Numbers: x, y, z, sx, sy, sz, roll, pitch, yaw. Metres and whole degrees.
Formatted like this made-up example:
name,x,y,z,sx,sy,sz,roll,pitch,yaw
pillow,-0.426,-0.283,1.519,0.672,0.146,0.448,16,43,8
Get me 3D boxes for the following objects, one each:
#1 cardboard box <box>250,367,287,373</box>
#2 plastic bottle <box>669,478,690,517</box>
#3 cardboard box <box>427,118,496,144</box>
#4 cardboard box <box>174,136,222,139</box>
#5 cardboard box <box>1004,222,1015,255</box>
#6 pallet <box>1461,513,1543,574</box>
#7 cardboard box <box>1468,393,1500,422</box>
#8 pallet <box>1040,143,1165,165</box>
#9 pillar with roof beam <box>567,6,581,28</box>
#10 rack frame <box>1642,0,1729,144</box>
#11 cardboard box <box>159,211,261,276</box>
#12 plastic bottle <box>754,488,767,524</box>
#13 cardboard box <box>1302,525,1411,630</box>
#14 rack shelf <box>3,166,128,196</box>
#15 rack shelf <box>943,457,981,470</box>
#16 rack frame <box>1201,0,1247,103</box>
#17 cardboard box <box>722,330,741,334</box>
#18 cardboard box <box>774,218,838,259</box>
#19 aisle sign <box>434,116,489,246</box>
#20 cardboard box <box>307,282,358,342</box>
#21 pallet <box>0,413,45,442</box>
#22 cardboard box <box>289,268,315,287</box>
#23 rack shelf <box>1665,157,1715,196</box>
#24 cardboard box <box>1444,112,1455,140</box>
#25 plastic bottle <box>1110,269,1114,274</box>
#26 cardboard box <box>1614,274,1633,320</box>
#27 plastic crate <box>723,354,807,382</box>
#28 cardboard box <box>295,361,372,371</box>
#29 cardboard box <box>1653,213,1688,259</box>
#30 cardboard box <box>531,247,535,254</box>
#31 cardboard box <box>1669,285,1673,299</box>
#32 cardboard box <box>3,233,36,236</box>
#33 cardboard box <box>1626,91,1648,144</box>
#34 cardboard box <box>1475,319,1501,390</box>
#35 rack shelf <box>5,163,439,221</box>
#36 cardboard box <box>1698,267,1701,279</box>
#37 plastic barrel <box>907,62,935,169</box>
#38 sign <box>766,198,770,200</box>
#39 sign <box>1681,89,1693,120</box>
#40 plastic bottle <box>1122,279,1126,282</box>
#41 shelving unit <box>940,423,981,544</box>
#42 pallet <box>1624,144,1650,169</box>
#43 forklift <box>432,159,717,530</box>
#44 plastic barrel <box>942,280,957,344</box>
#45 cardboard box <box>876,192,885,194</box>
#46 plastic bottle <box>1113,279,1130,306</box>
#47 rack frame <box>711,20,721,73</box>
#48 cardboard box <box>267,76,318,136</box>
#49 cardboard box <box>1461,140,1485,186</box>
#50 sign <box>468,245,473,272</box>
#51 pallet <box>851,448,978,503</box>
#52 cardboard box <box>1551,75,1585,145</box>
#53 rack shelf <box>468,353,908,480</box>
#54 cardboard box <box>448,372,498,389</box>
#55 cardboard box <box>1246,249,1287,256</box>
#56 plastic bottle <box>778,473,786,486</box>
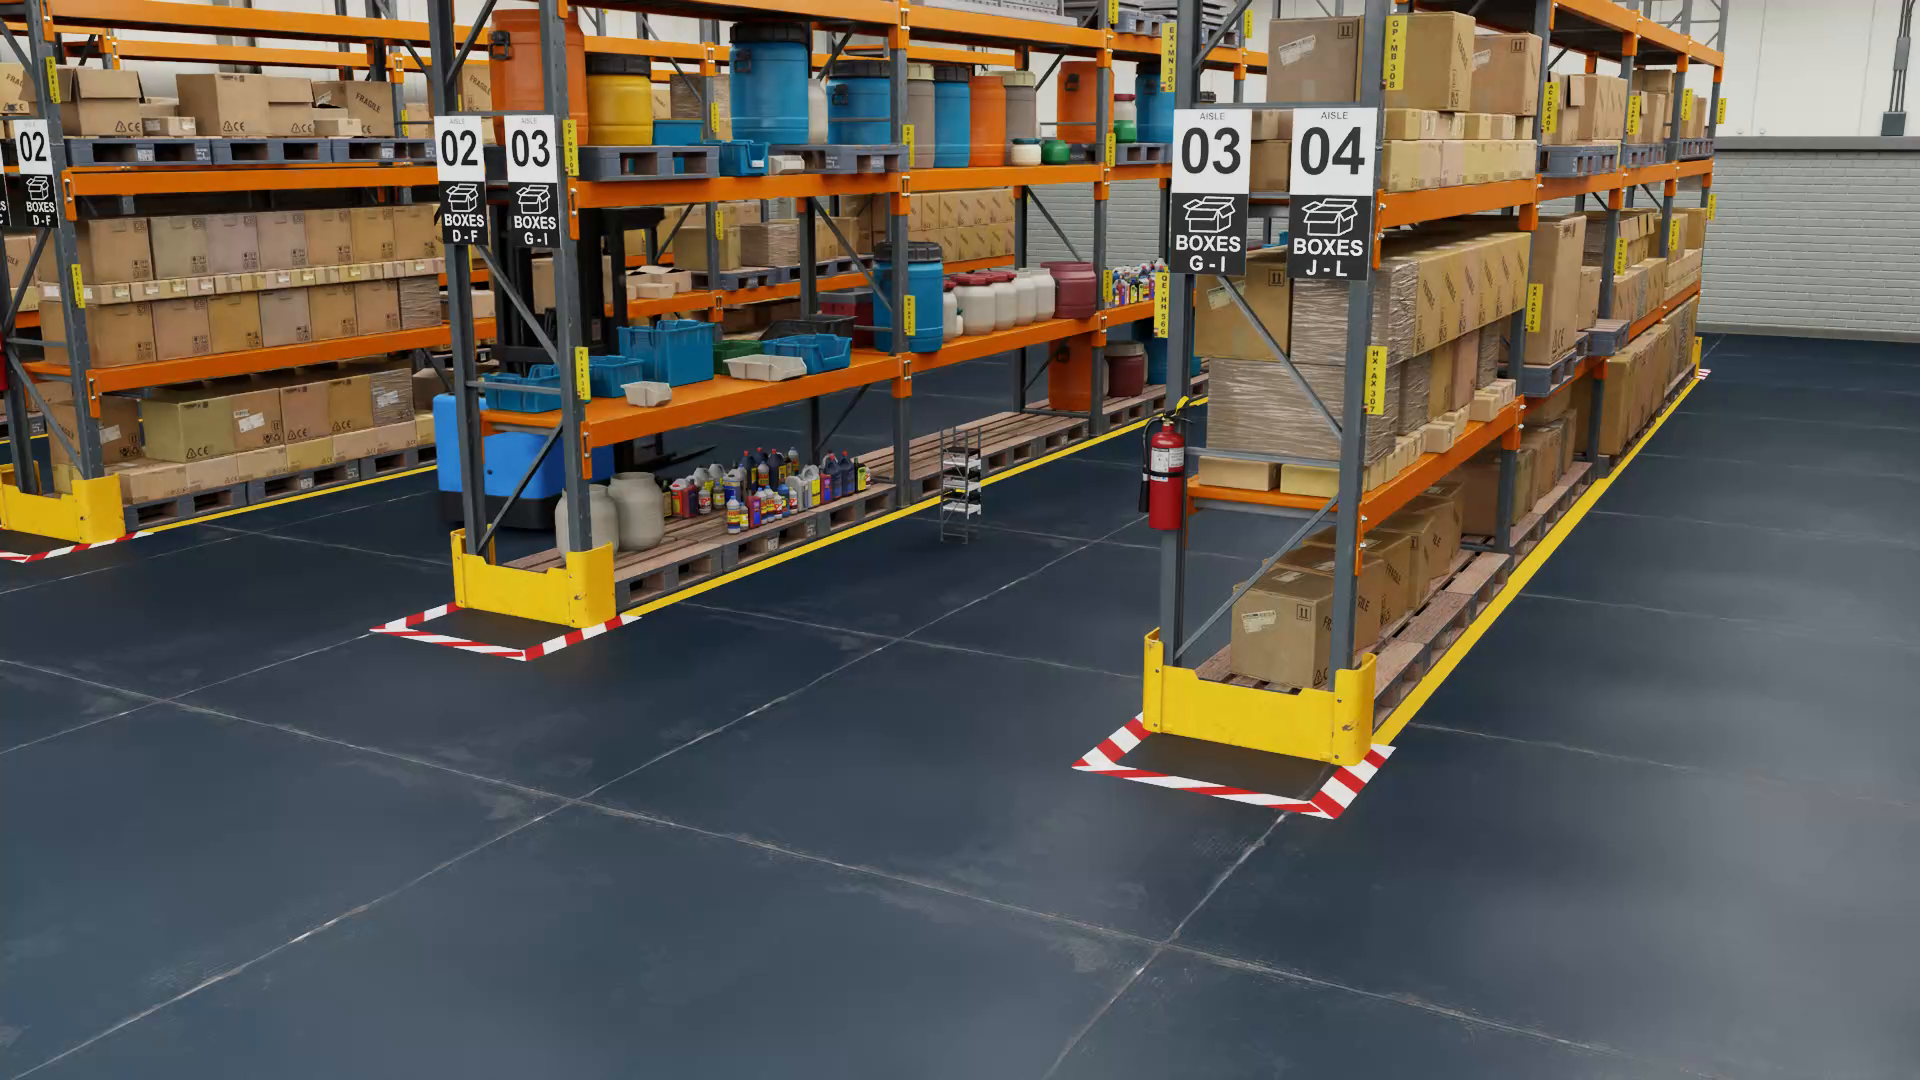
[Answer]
name,x,y,z,sx,sy,sz,roll,pitch,yaw
cardboard box,-8.736,-2.273,20.455,0.700,0.500,0.500,8,15,29
plastic bottle,-2.177,-0.331,12.879,0.152,0.276,0.135,8,15,28
cardboard box,-4.921,-4.064,16.513,0.500,0.250,0.500,9,16,34
cardboard box,-8.934,-4.758,19.263,0.500,0.311,0.500,8,16,30
cardboard box,0.595,-4.737,26.068,0.500,0.500,0.500,8,16,30
pallet,3.818,-0.030,12.708,1.003,0.211,1.213,7,15,28
cardboard box,3.270,-0.868,10.768,0.380,0.149,0.250,7,15,28
pallet,1.496,-4.120,17.725,1.003,0.211,1.213,7,15,28
pillar with roof beam,-2.349,-7.221,23.785,9.100,9.000,0.400,7,15,28
rack frame,9.244,-6.604,21.227,1.000,3.000,0.127,7,15,28
cardboard box,-6.406,-2.525,14.124,0.700,0.500,0.500,7,15,28
plastic bottle,-1.512,-0.261,12.598,0.097,0.271,0.097,0,14,0
cardboard box,2.404,0.227,10.129,0.500,0.500,0.500,9,16,33
rack shelf,-10.532,-3.608,16.732,1.077,0.370,4.000,7,15,28
rack shelf,0.004,-0.582,12.901,0.258,0.077,0.200,7,15,28
rack frame,2.974,-6.345,20.150,1.000,3.000,0.127,7,15,28
cardboard box,-3.047,-2.387,20.928,0.500,0.500,0.500,8,16,30
cardboard box,-2.062,-4.023,22.210,0.700,0.500,0.500,10,17,37
aisle sign,-3.122,-2.249,10.415,0.394,0.787,0.004,7,15,28
cardboard box,-5.932,-2.094,15.107,0.700,0.500,0.500,8,16,29
pallet,-10.448,-1.161,17.398,1.003,0.211,1.213,7,15,28
cardboard box,-5.912,-2.318,14.649,0.380,0.149,0.250,8,16,30
rack shelf,8.277,-4.386,19.960,1.077,0.370,4.000,7,15,28
cardboard box,2.503,-2.277,9.149,0.380,0.149,0.250,7,15,26
plastic bottle,1.777,-3.056,19.582,0.097,0.271,0.097,0,14,0
cardboard box,6.097,-2.270,15.836,0.500,0.500,0.500,7,15,27
plastic crate,-1.456,-1.297,12.575,0.530,0.136,0.437,7,15,28
cardboard box,-5.961,-1.418,15.885,0.500,0.500,0.500,7,15,28
cardboard box,8.258,-3.580,19.568,0.500,0.500,0.500,7,15,26
cardboard box,-6.426,-4.319,23.659,0.500,0.500,0.500,8,16,30
cardboard box,7.871,-2.822,18.874,0.380,0.149,0.250,7,15,26
cardboard box,-10.229,-3.032,17.888,0.500,0.500,0.500,7,15,28
cardboard box,6.345,-4.180,16.457,0.797,0.503,0.637,7,15,27
cardboard box,3.171,-1.334,11.317,0.875,0.500,0.500,7,15,28
rack shelf,-6.194,-3.047,14.407,1.077,0.370,4.000,7,15,28
cardboard box,9.360,-3.455,21.501,0.380,0.149,0.250,8,16,29
plastic barrel,-0.521,-3.752,14.726,0.600,0.901,0.600,0,14,0
sign,-3.296,-5.985,28.483,0.100,0.325,0.005,7,15,28
sign,7.790,-4.670,17.830,0.100,0.325,0.005,7,15,28
plastic bottle,1.783,-2.720,18.189,0.097,0.271,0.097,0,14,0
shelving unit,0.004,-0.439,12.935,0.258,0.900,0.210,7,15,28
pallet,5.641,-3.551,15.365,1.213,0.211,1.003,8,16,31
forklift,-3.192,-1.807,14.274,1.130,2.935,3.031,6,15,22
plastic barrel,-0.239,-2.024,14.740,0.433,0.535,0.433,0,14,0
cardboard box,-1.097,-4.763,24.045,0.500,0.500,0.500,7,15,27
plastic bottle,1.756,-2.694,18.074,0.152,0.276,0.135,7,15,28
rack frame,-3.765,-8.288,28.210,1.000,3.000,0.127,7,15,28
cardboard box,-6.134,-3.806,14.605,0.797,0.503,0.637,9,16,34
cardboard box,2.702,-2.175,9.575,0.500,0.250,0.500,8,16,30
sign,-4.741,-2.746,16.006,0.100,0.325,0.005,7,15,28
pallet,-0.547,-0.597,15.059,1.003,0.211,1.213,7,15,28
cardboard box,4.211,-3.217,12.460,0.797,0.503,0.637,8,16,30
rack shelf,-1.860,-1.027,12.428,1.077,0.370,4.000,7,15,28
cardboard box,-4.810,-1.545,16.818,0.500,0.311,0.500,7,15,28
cardboard box,1.795,-1.328,9.162,0.500,0.500,0.500,7,15,28
plastic bottle,-1.377,-0.389,13.103,0.061,0.283,0.133,7,15,28
